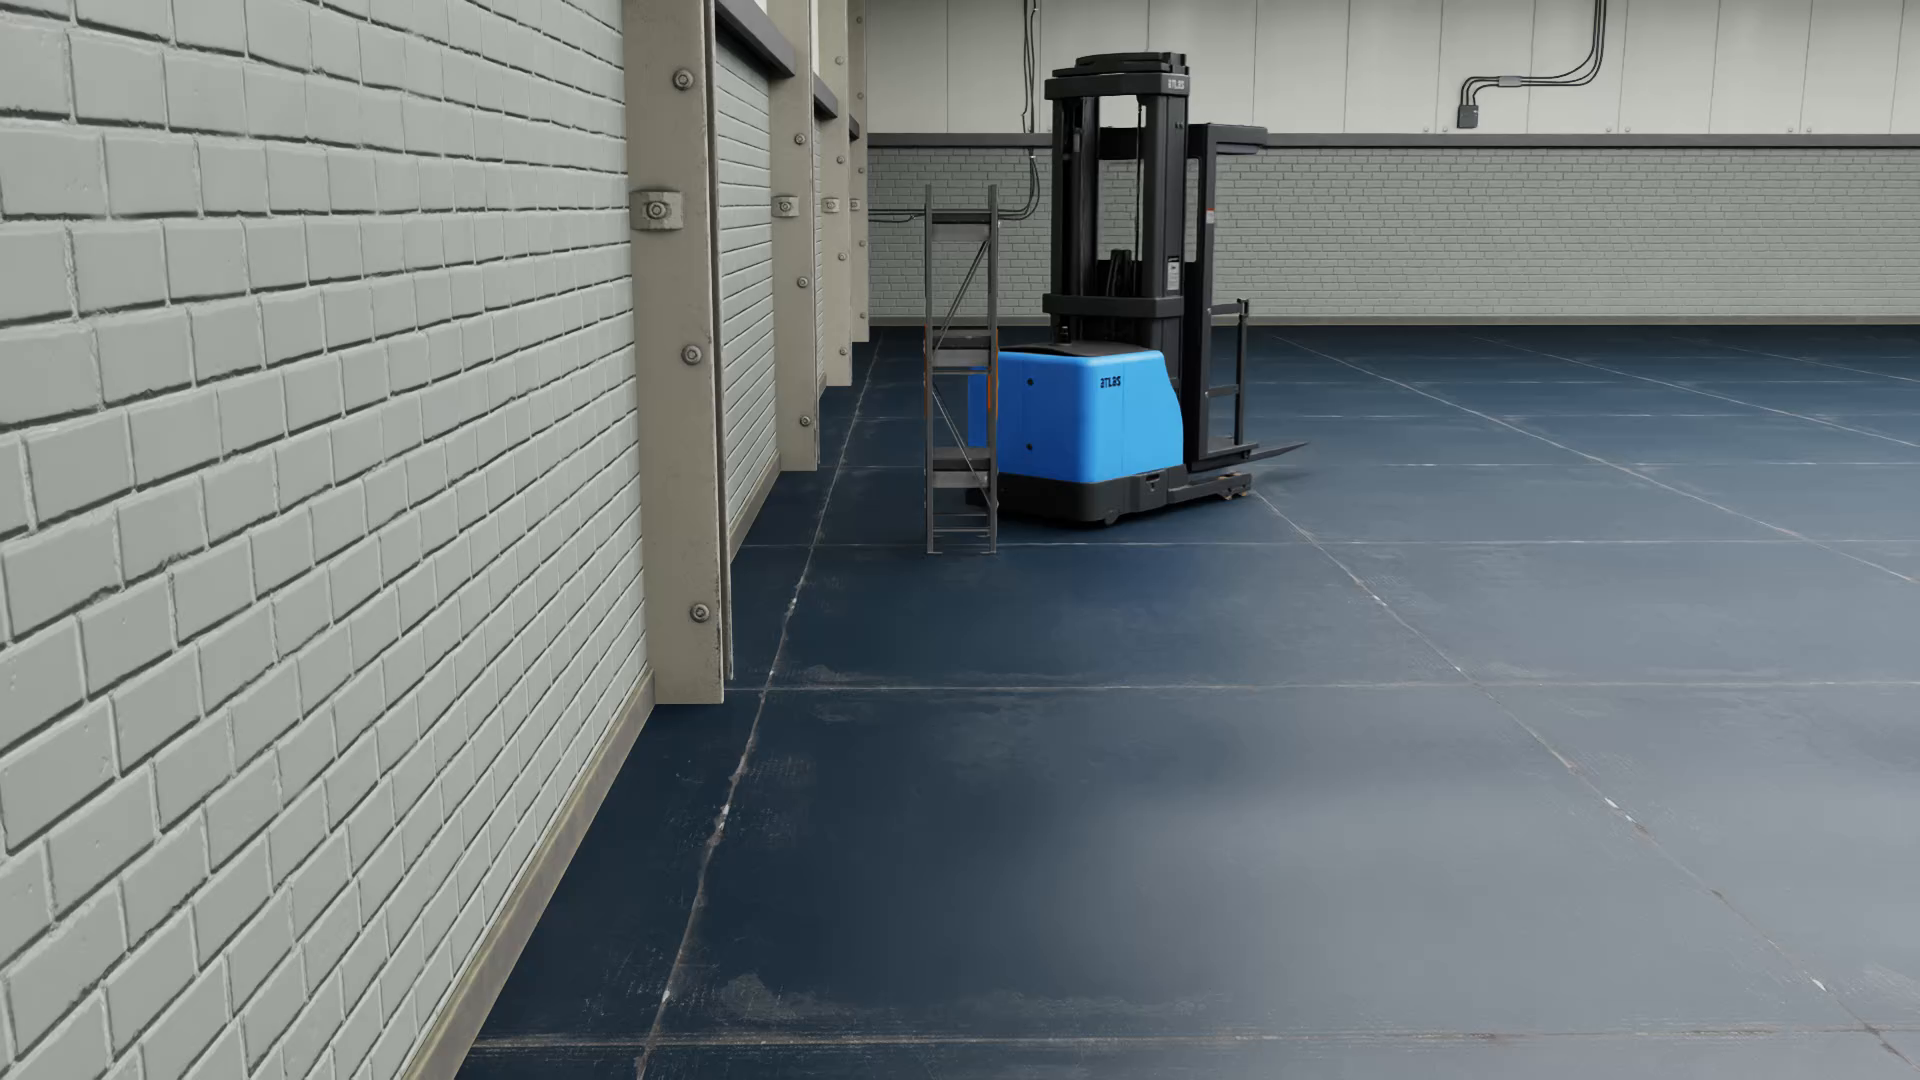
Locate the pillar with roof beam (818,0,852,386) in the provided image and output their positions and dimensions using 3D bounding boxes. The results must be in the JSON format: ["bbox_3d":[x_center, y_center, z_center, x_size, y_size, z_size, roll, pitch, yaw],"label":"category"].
[{"bbox_3d":[2.929,-6.186,17.918,9.100,9.000,0.400,0,11,-1],"label":"pillar with roof beam"}]

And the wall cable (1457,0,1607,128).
[{"bbox_3d":[9.254,-9.655,26.461,2.305,6.003,0.169,0,11,-1],"label":"wall cable"}]

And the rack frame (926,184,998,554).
[{"bbox_3d":[0.008,-0.948,9.449,0.400,2.100,0.015,0,11,-1],"label":"rack frame"}]

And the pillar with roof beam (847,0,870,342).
[{"bbox_3d":[2.805,-7.379,23.797,9.100,9.000,0.400,0,11,-1],"label":"pillar with roof beam"}]

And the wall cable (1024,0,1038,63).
[{"bbox_3d":[2.467,-8.916,26.484,3.097,2.526,0.112,0,11,-1],"label":"wall cable"}]

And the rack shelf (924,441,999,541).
[{"bbox_3d":[0.003,-0.297,9.830,0.431,0.518,0.480,0,11,-1],"label":"rack shelf"}]

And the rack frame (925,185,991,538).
[{"bbox_3d":[-0.002,-1.045,9.927,0.400,2.100,0.015,0,11,-1],"label":"rack frame"}]

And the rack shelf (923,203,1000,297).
[{"bbox_3d":[0.003,-1.669,9.552,0.431,0.518,0.480,0,11,-1],"label":"rack shelf"}]

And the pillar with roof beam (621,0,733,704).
[{"bbox_3d":[3.177,-3.801,6.160,9.100,9.000,0.400,0,11,-1],"label":"pillar with roof beam"}]

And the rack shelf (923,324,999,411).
[{"bbox_3d":[0.003,-0.983,9.691,0.431,0.518,0.480,0,11,-1],"label":"rack shelf"}]

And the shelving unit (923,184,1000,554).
[{"bbox_3d":[0.003,-0.996,9.688,0.431,2.100,0.503,0,11,-1],"label":"shelving unit"}]

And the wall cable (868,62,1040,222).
[{"bbox_3d":[-0.238,-6.430,26.931,3.097,2.526,0.112,0,11,-1],"label":"wall cable"}]

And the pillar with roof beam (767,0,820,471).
[{"bbox_3d":[3.053,-4.993,12.039,9.100,9.000,0.400,0,11,-1],"label":"pillar with roof beam"}]

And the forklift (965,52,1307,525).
[{"bbox_3d":[1.378,-1.766,11.393,1.130,2.935,3.031,10,15,40],"label":"forklift"}]
